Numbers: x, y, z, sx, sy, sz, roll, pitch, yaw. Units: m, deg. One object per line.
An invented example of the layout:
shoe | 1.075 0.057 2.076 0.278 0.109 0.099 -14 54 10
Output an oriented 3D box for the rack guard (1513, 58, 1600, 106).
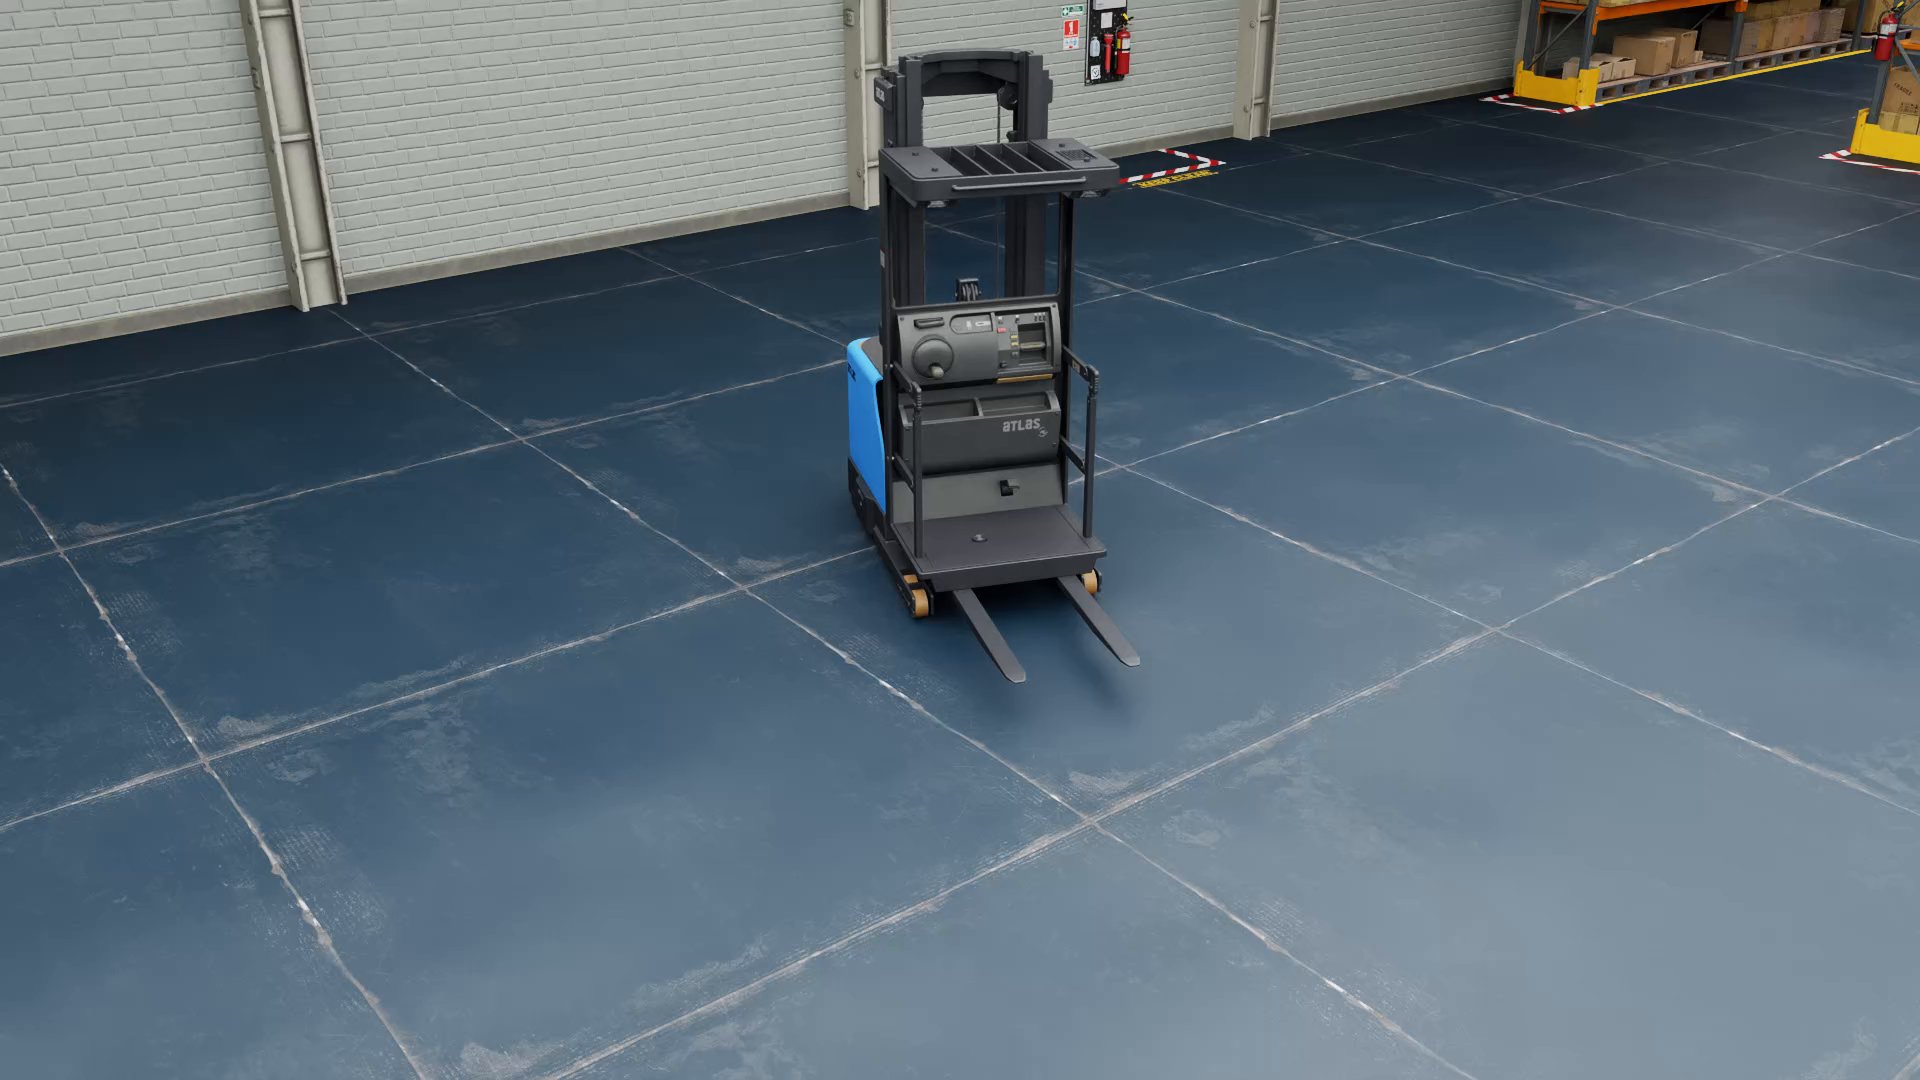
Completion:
rack guard | 8.518 -6.553 23.777 0.348 0.500 1.175 -18 31 -34

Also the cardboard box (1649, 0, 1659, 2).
cardboard box | 9.843 -7.900 23.864 0.500 0.250 0.500 -19 31 -35

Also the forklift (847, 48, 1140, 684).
forklift | 0.172 -1.075 9.084 1.130 2.935 3.031 -7 26 -14

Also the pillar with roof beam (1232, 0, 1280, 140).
pillar with roof beam | 6.411 -7.872 16.523 0.400 9.000 9.100 -18 31 -34

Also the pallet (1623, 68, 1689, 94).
pallet | 10.139 -6.937 24.946 1.213 0.211 1.003 -18 31 -34

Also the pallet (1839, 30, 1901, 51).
pallet | 15.421 -8.661 28.660 1.213 0.211 1.003 -18 31 -34

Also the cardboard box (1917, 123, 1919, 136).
cardboard box | 12.078 -5.036 20.306 0.500 0.250 0.500 -18 31 -34

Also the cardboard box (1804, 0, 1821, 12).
cardboard box | 13.732 -8.820 27.247 0.500 0.250 0.500 -18 30 -33

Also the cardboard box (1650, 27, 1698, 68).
cardboard box | 10.814 -7.489 25.271 0.500 0.500 0.500 -21 32 -38

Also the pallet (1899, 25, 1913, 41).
pallet | 16.380 -8.976 29.339 1.213 0.211 1.003 -18 31 -34

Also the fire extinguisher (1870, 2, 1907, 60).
fire extinguisher | 11.139 -6.116 19.956 0.183 0.674 0.296 -18 31 -34

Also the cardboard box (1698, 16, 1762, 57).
cardboard box | 12.175 -7.969 26.304 0.500 0.500 0.700 -17 30 -32

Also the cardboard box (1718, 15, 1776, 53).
cardboard box | 12.551 -8.120 26.629 0.500 0.500 0.700 -19 31 -35

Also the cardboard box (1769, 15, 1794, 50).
cardboard box | 12.977 -8.239 26.886 0.500 0.500 0.700 -18 30 -33

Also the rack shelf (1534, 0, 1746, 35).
rack shelf | 10.032 -7.861 24.479 4.000 0.370 1.077 -18 31 -34

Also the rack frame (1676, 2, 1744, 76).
rack frame | 11.606 -8.707 25.447 0.127 3.000 1.000 -18 31 -34

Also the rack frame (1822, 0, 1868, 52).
rack frame | 14.754 -9.746 27.686 0.127 3.000 1.000 -18 31 -34

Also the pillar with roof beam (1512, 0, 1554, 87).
pillar with roof beam | 11.132 -9.431 19.881 0.400 9.000 9.100 -18 31 -34

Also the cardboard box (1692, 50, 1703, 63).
cardboard box | 11.204 -7.472 25.630 0.380 0.166 0.250 22 33 39

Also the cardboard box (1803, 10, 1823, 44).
cardboard box | 13.742 -8.512 27.474 0.500 0.500 0.700 -18 31 -34

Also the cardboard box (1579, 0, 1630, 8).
cardboard box | 9.039 -7.630 23.282 0.500 0.250 0.500 -19 31 -35

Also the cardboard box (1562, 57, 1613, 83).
cardboard box | 9.059 -6.797 24.004 0.500 0.311 0.500 -23 33 -40

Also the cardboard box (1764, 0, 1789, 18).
cardboard box | 12.927 -8.561 26.689 0.500 0.250 0.500 -19 31 -35

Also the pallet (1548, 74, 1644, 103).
pallet | 9.180 -6.622 24.267 1.213 0.211 1.003 -18 31 -34

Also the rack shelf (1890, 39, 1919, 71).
rack shelf | 13.092 -6.221 20.945 4.000 0.370 1.077 -18 31 -34

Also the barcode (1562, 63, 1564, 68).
barcode | 8.826 -6.939 24.298 0.075 0.075 0.001 -18 31 -34

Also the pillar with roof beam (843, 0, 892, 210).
pillar with roof beam | 1.689 -6.314 13.165 0.400 9.000 9.100 -18 31 -34

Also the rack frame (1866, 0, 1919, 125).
rack frame | 11.518 -6.027 19.674 0.127 3.000 1.000 -18 31 -34

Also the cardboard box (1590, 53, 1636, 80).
cardboard box | 9.507 -6.945 24.324 0.500 0.311 0.500 -15 29 -30

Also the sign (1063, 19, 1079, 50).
sign | 1.287 -5.855 19.260 0.234 0.329 0.001 -18 31 -34

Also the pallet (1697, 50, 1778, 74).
pallet | 12.218 -7.644 26.471 1.213 0.211 1.003 -18 31 -34

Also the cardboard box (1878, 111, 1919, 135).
cardboard box | 11.758 -5.208 20.676 0.500 0.250 0.500 -18 31 -34

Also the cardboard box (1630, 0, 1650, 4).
cardboard box | 9.438 -7.770 23.583 0.500 0.250 0.500 -19 31 -36

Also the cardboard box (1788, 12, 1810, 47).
cardboard box | 13.369 -8.373 27.175 0.500 0.500 0.700 -18 31 -34

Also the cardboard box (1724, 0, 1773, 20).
cardboard box | 12.520 -8.425 26.395 0.500 0.250 0.500 -19 31 -35

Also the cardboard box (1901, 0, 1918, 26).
cardboard box | 16.107 -9.334 28.854 0.750 0.750 0.750 -18 31 -34

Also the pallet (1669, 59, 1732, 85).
pallet | 11.100 -7.256 25.633 1.213 0.211 1.003 -18 31 -34

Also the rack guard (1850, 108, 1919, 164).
rack guard | 11.499 -4.887 20.187 0.348 0.500 1.175 -18 31 -34

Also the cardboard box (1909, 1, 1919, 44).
cardboard box | 11.894 -6.190 19.905 0.500 0.500 0.700 -18 31 -34

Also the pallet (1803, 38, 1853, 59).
pallet | 14.138 -8.278 27.836 1.213 0.211 1.003 -18 31 -34

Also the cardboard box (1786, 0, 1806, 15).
cardboard box | 13.331 -8.685 26.956 0.500 0.250 0.500 -18 31 -34

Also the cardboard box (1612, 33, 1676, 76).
cardboard box | 10.115 -7.205 24.659 0.500 0.500 0.700 -21 32 -37

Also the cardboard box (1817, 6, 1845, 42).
cardboard box | 14.220 -8.607 27.679 0.500 0.500 0.700 -18 30 -33

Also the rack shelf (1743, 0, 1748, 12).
rack shelf | 13.180 -8.900 26.718 4.000 0.370 1.077 -18 31 -34

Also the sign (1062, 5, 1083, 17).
sign | 1.296 -6.093 19.144 0.331 0.109 0.001 -18 31 -34

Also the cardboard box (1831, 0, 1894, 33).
cardboard box | 15.414 -9.109 28.368 0.750 0.750 0.750 -19 31 -35

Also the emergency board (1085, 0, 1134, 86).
emergency board | 1.786 -5.948 19.503 0.643 1.169 0.194 -18 31 -34

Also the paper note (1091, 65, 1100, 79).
paper note | 1.604 -5.525 19.639 0.142 0.148 0.016 -18 31 -34

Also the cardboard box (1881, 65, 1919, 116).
cardboard box | 11.757 -5.549 20.519 0.500 0.500 0.500 -18 31 -34

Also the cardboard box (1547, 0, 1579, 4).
cardboard box | 8.707 -7.794 23.635 0.500 0.250 0.500 -18 30 -33

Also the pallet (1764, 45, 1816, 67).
pallet | 13.179 -7.963 27.157 1.213 0.211 1.003 -18 31 -34

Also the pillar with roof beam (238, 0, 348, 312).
pillar with roof beam | -3.032 -4.755 9.807 0.400 9.000 9.100 -18 31 -34

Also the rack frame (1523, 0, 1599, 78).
rack frame | 8.459 -7.668 23.208 0.127 3.000 1.000 -18 31 -34
